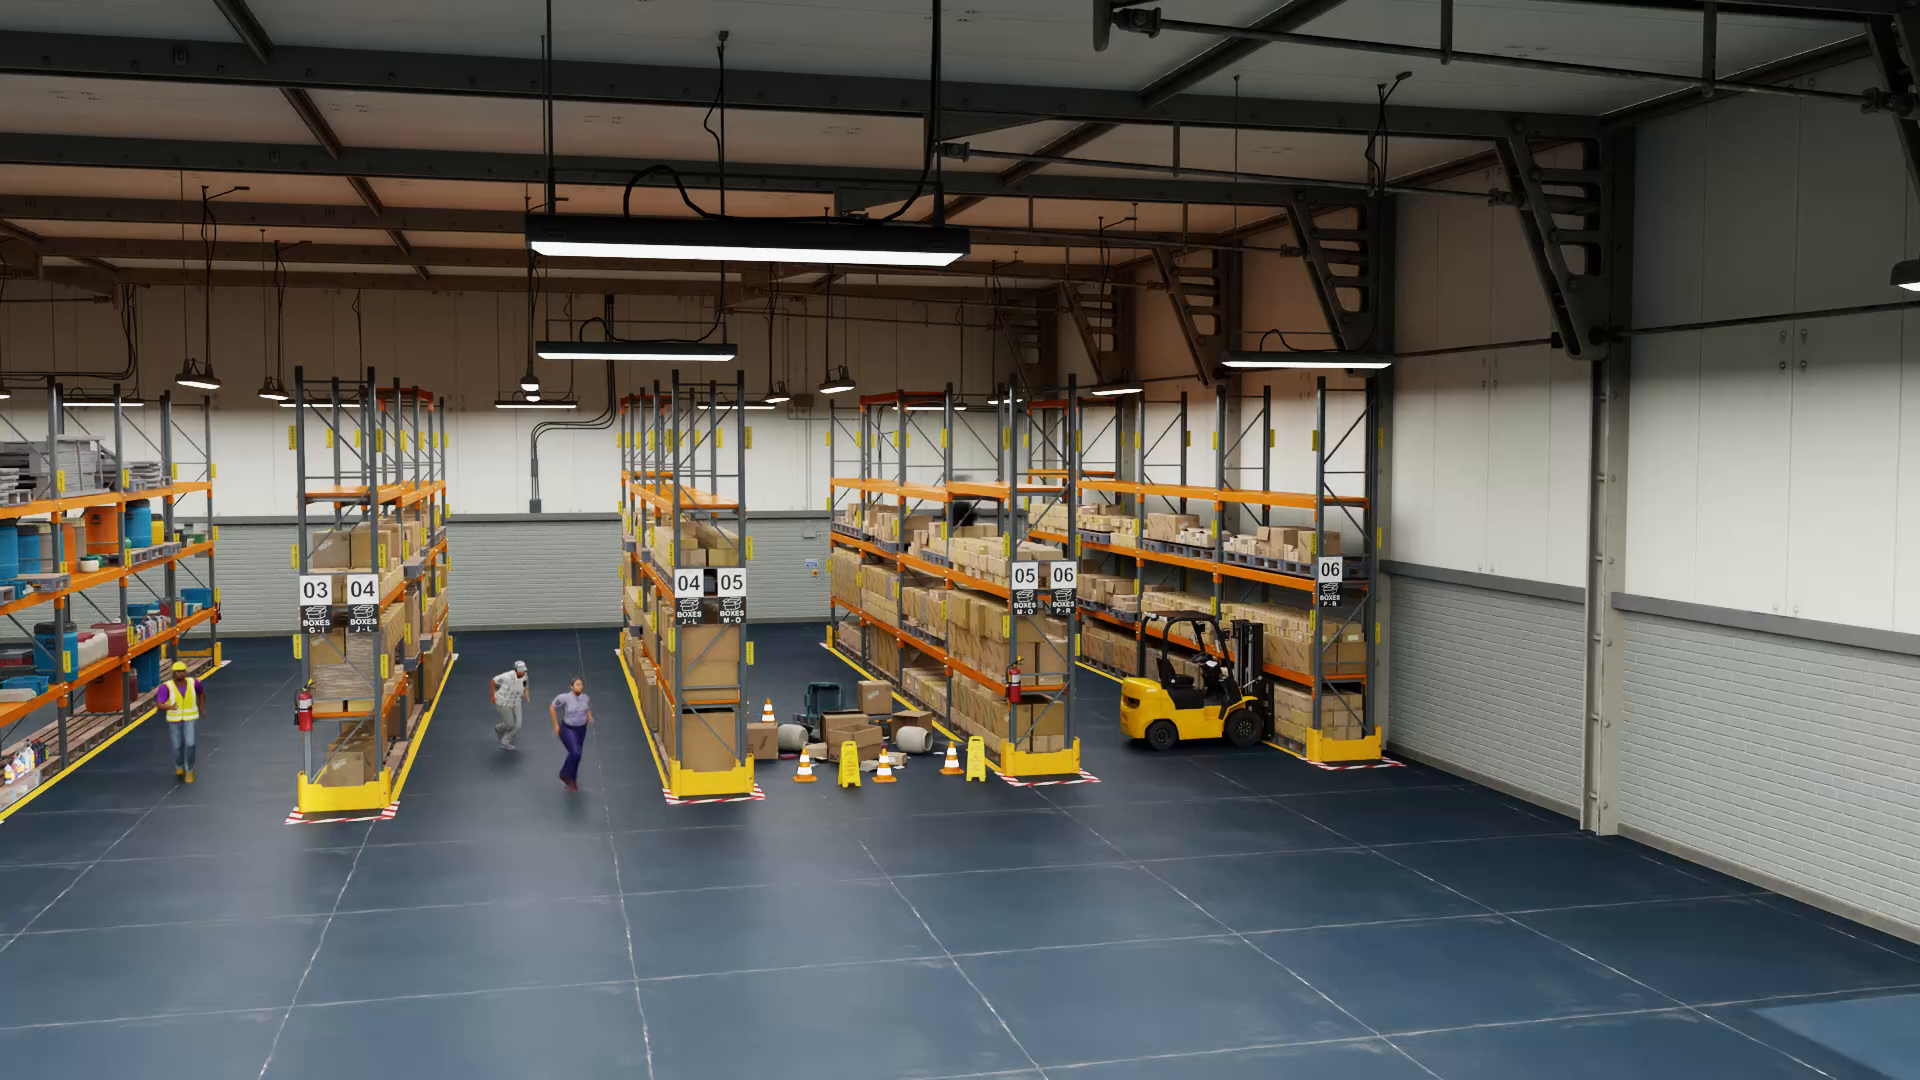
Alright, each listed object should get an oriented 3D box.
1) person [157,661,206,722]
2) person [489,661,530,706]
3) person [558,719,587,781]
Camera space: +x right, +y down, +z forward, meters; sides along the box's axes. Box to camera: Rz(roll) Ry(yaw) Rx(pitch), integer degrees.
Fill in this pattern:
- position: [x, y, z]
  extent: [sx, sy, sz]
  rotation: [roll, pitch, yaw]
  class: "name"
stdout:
- position: [-11.369, 2.224, 24.268]
  extent: [0.650, 0.908, 0.748]
  rotation: [-2, 4, -24]
  class: "person"
- position: [-7.185, 2.303, 26.717]
  extent: [0.629, 0.732, 0.634]
  rotation: [3, 5, 42]
  class: "person"
- position: [-5.576, 3.003, 23.894]
  extent: [0.715, 0.905, 0.412]
  rotation: [3, 5, 42]
  class: "person"
